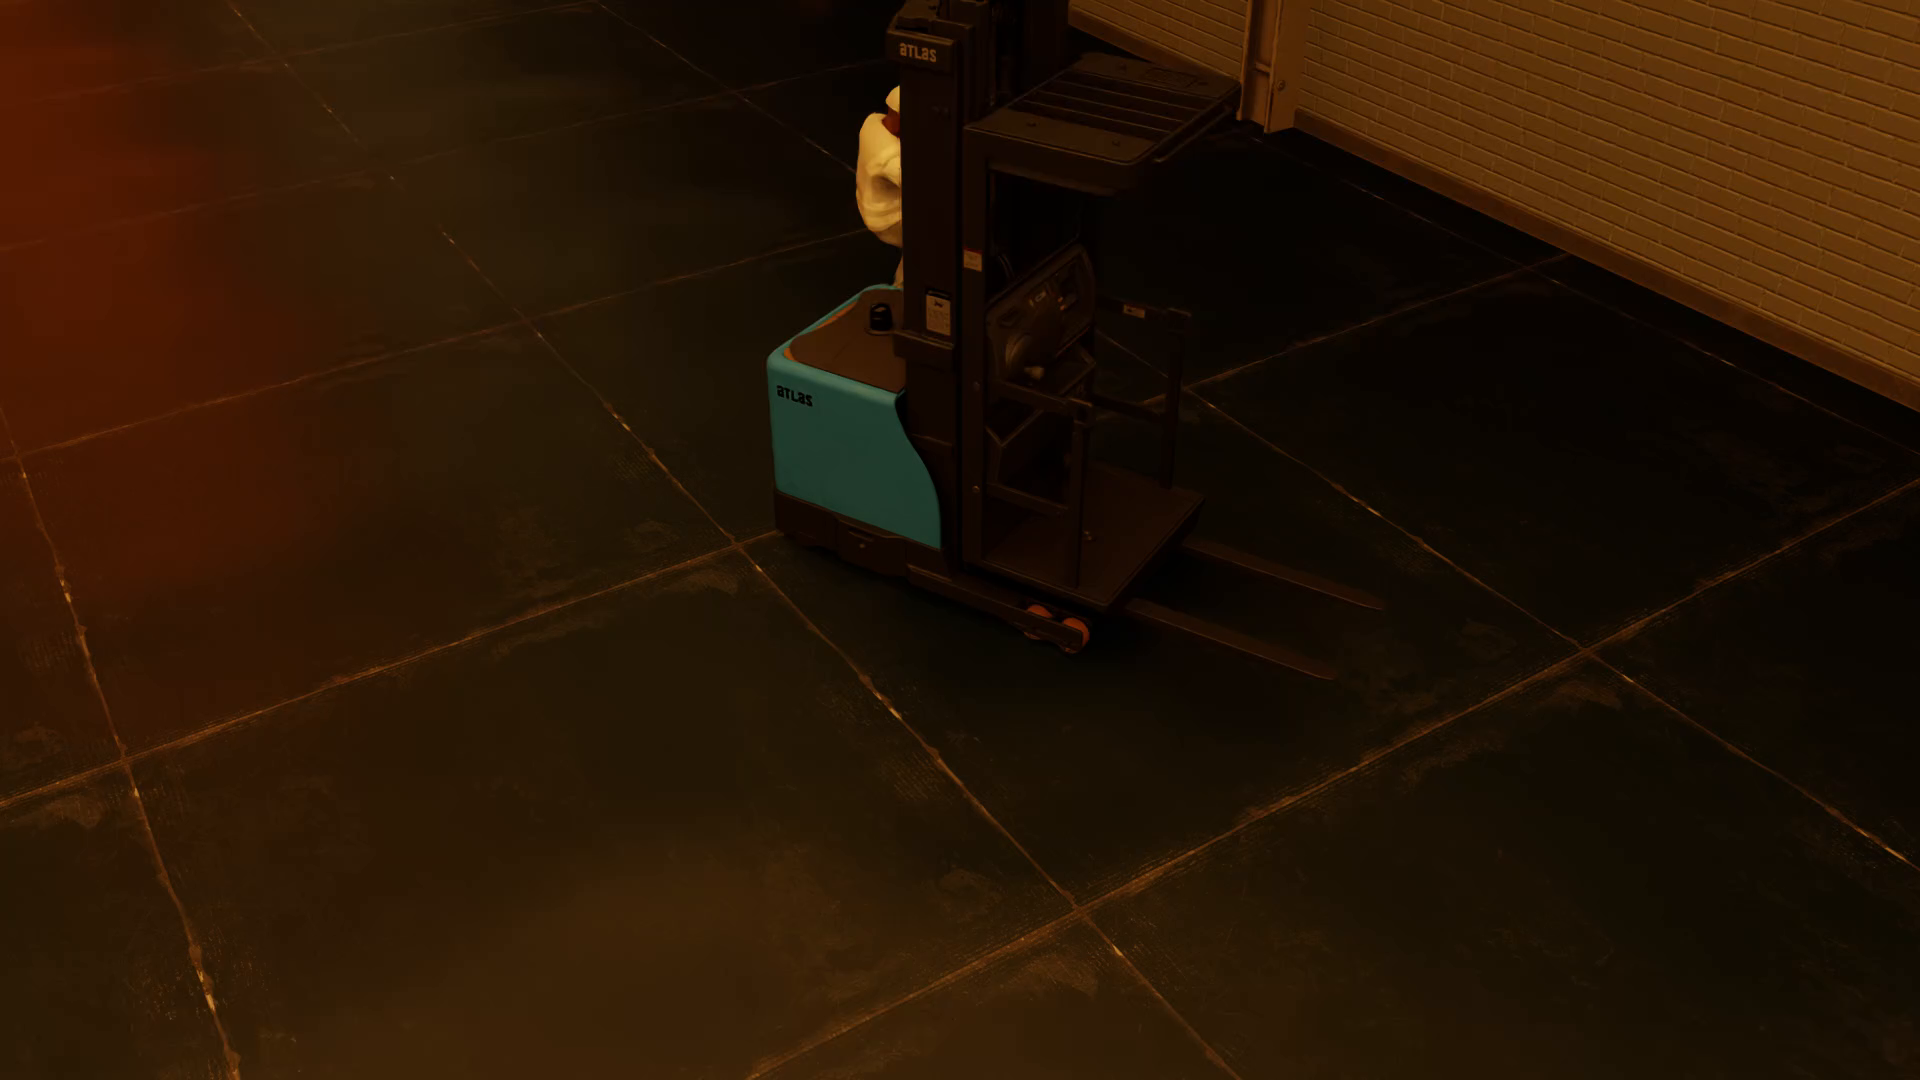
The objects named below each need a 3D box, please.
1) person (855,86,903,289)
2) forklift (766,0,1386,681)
[{"bbox_3d":[-0.242,-2.095,10.312,0.777,1.578,0.938,-9,36,-12],"label":"person"},{"bbox_3d":[0.556,-1.011,7.586,3.031,2.935,1.130,20,40,25],"label":"forklift"}]
